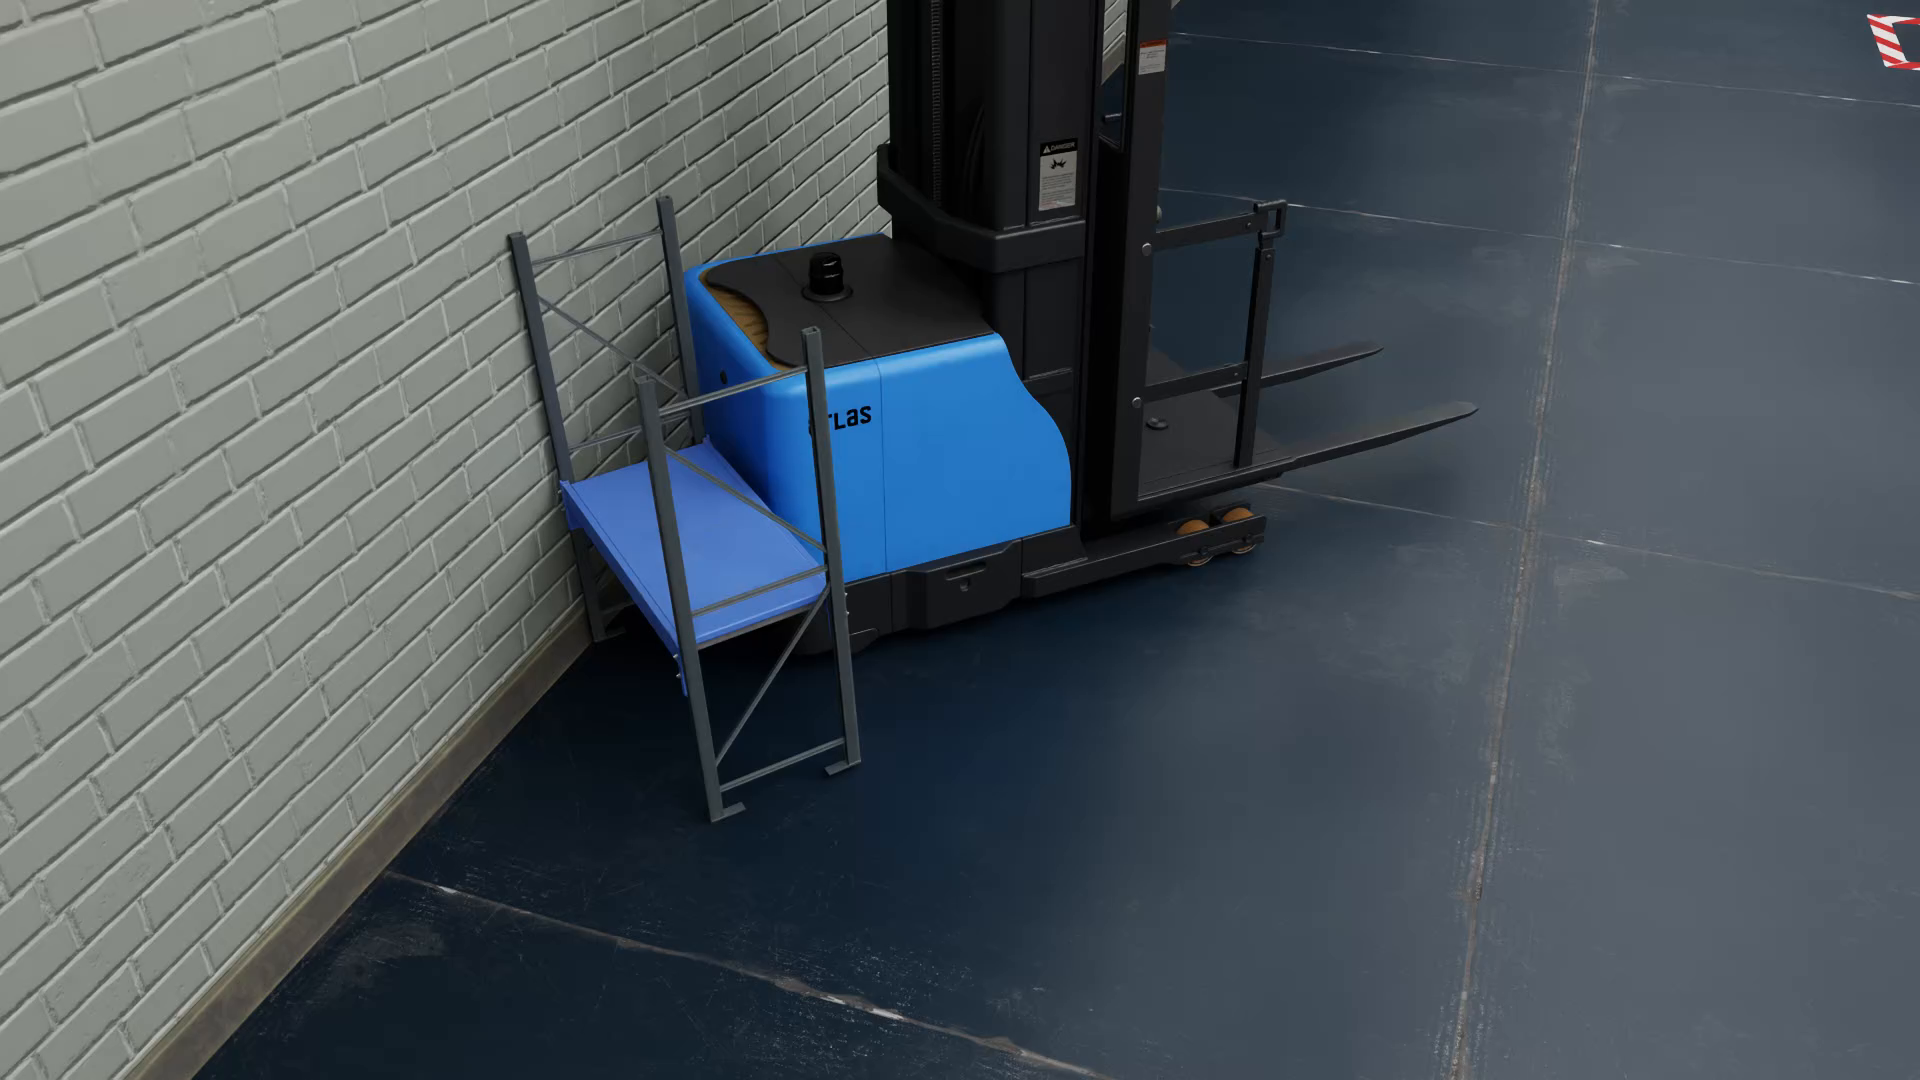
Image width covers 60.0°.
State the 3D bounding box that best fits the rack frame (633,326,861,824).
[{"bbox_3d":[-0.556,0.145,4.621,0.500,1.500,0.032,-20,39,-23],"label":"rack frame"}]

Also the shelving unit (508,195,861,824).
[{"bbox_3d":[-0.810,-0.101,4.987,0.538,1.500,1.048,-20,39,-23],"label":"shelving unit"}]

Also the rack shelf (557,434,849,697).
[{"bbox_3d":[-0.804,0.047,5.090,0.538,0.185,1.000,-20,39,-23],"label":"rack shelf"}]

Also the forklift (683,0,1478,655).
[{"bbox_3d":[0.568,-1.379,5.683,3.031,2.935,1.130,-15,36,-21],"label":"forklift"}]

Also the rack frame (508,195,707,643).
[{"bbox_3d":[-1.064,-0.346,5.353,0.500,1.500,0.032,-20,39,-23],"label":"rack frame"}]
